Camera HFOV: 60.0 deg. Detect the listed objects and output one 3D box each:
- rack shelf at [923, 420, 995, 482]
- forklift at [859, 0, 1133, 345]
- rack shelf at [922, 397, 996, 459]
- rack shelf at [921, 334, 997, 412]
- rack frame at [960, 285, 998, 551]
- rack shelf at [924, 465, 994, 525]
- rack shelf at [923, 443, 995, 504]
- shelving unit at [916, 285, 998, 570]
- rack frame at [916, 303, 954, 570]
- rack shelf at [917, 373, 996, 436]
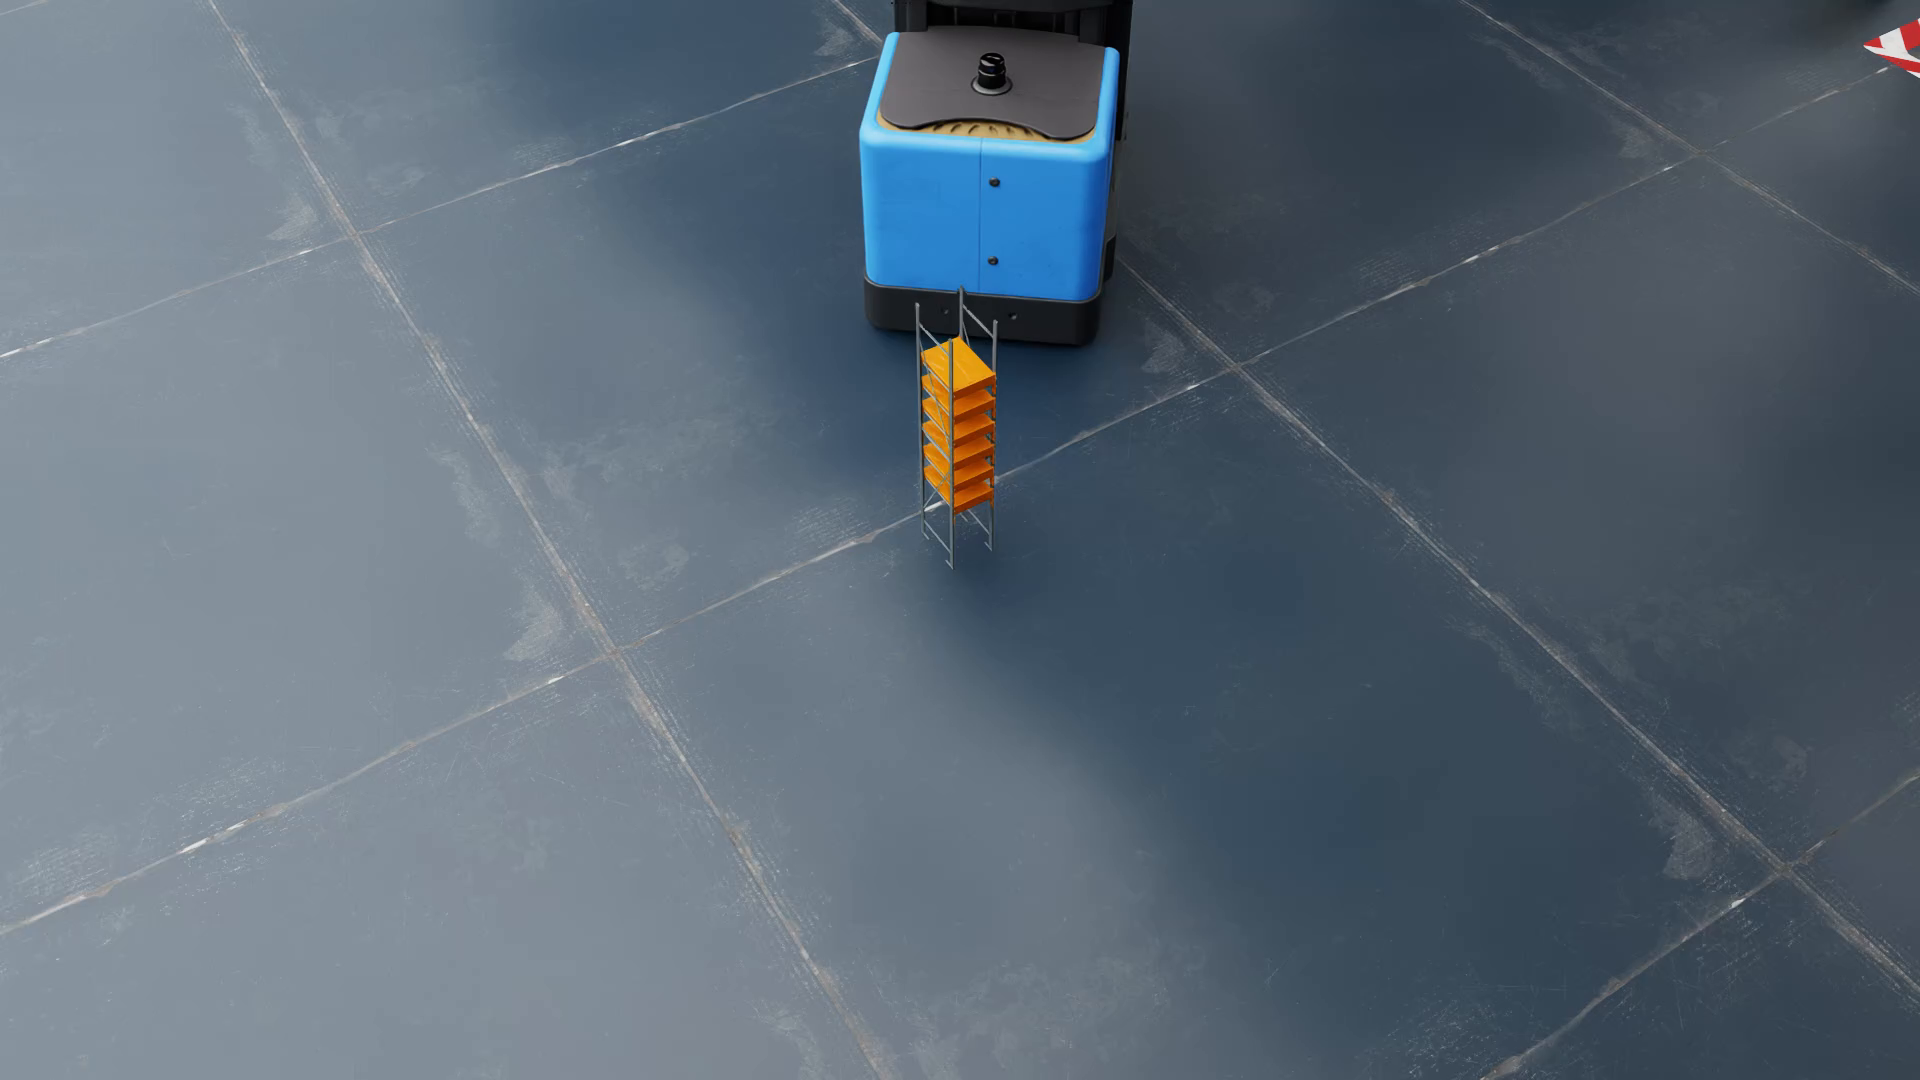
[{"bbox_3d":[-0.012,-0.364,6.275,0.180,0.103,0.258,-25,53,-21],"label":"rack shelf"},{"bbox_3d":[0.274,-2.954,7.363,1.130,2.935,3.031,5,49,5],"label":"forklift"},{"bbox_3d":[-0.012,-0.444,6.186,0.180,0.103,0.258,-25,53,-21],"label":"rack shelf"},{"bbox_3d":[-0.012,-0.603,6.006,0.180,0.103,0.258,-25,53,-21],"label":"rack shelf"},{"bbox_3d":[0.065,-0.430,6.275,0.006,1.200,0.240,-25,53,-21],"label":"rack frame"},{"bbox_3d":[-0.012,-0.204,6.455,0.180,0.103,0.258,-25,53,-21],"label":"rack shelf"},{"bbox_3d":[-0.012,-0.284,6.365,0.180,0.103,0.258,-25,53,-21],"label":"rack shelf"},{"bbox_3d":[-0.012,-0.393,6.242,0.189,1.200,0.258,-25,53,-21],"label":"shelving unit"},{"bbox_3d":[-0.090,-0.357,6.210,0.006,1.200,0.240,-25,53,-21],"label":"rack frame"},{"bbox_3d":[-0.012,-0.523,6.096,0.180,0.103,0.258,-25,53,-21],"label":"rack shelf"}]
